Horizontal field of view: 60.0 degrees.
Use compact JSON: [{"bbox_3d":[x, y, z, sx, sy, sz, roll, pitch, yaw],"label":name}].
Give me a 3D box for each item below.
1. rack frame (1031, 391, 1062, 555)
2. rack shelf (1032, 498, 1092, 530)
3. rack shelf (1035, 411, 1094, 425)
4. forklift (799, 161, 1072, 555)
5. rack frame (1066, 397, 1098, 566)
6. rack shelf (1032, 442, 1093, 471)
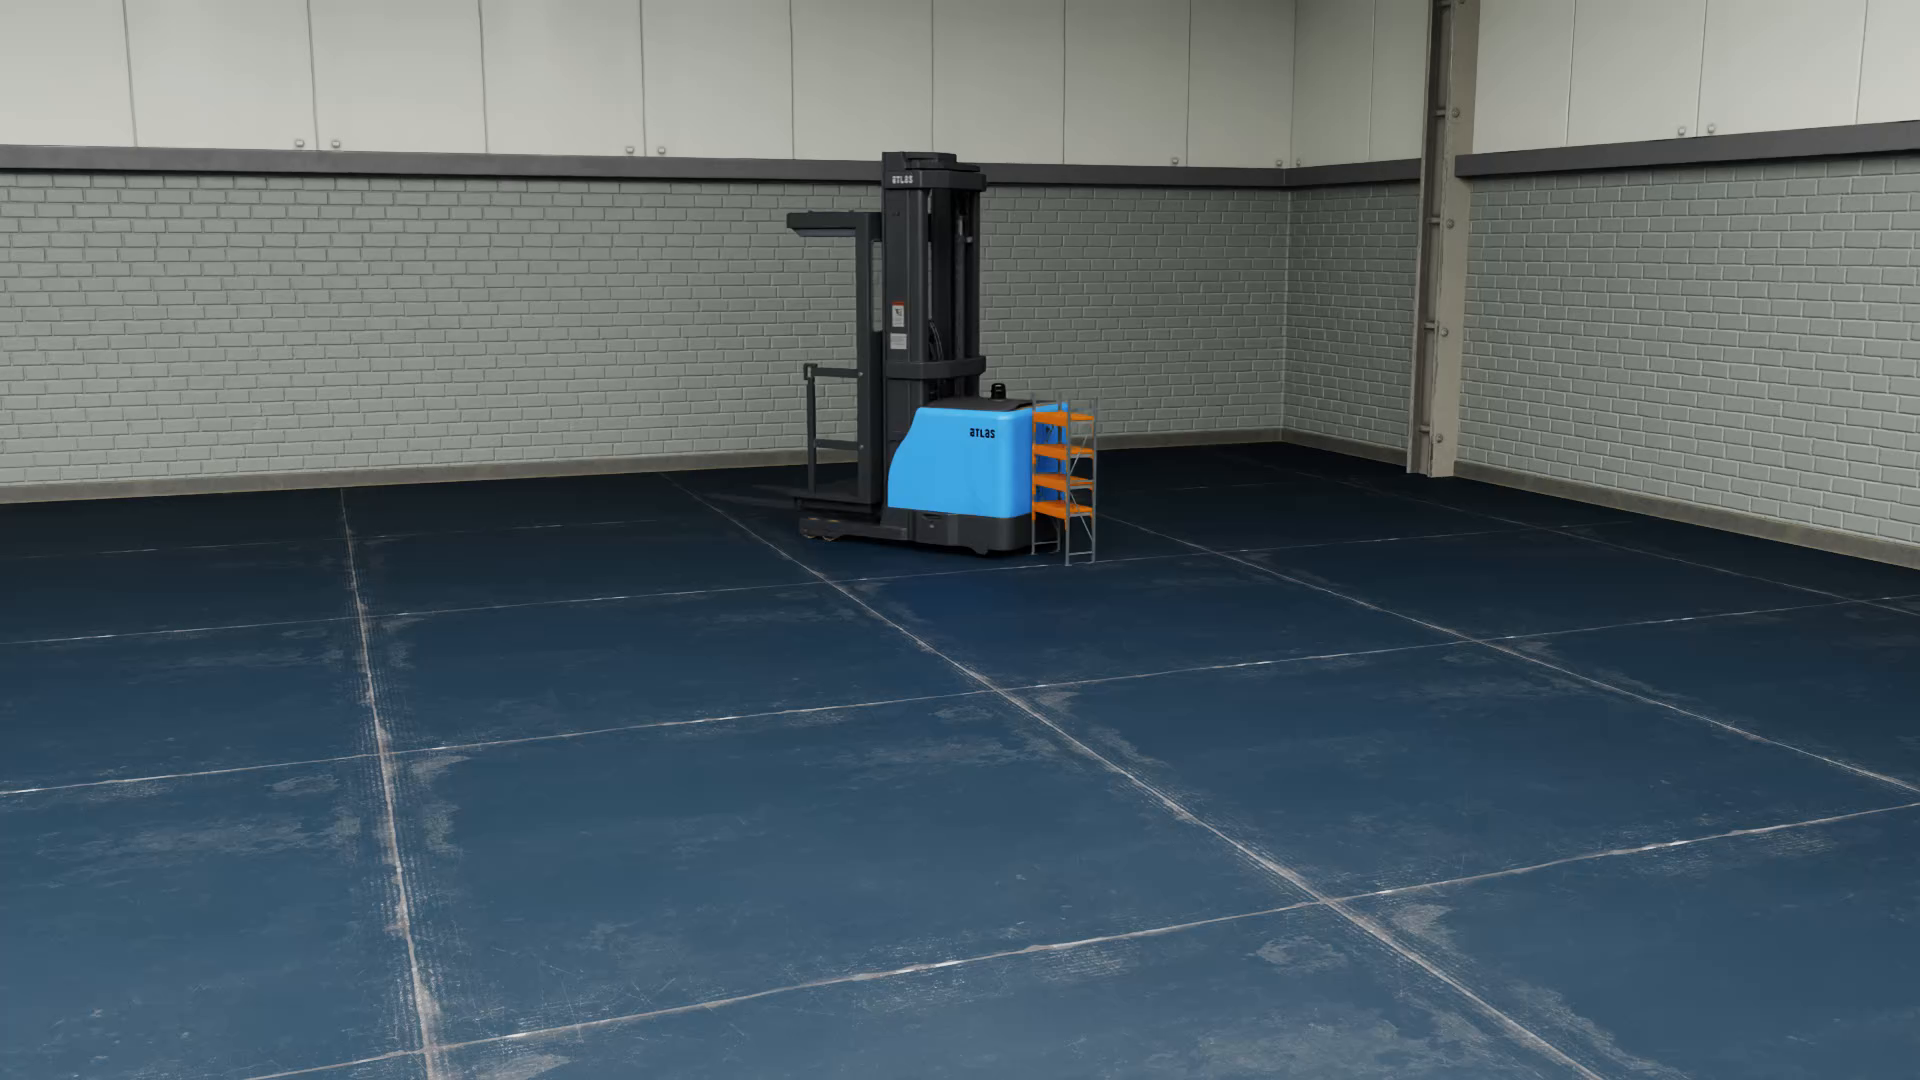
[{"bbox_3d":[0.638,-0.490,12.247,0.240,1.200,0.015,-5,11,-27],"label":"rack frame"},{"bbox_3d":[0.751,-0.190,12.081,0.258,0.148,0.480,-5,11,-27],"label":"rack shelf"},{"bbox_3d":[0.751,-0.877,11.958,0.221,0.050,0.457,-5,11,-27],"label":"rack shelf"},{"bbox_3d":[-0.197,-1.423,12.735,1.939,2.867,1.129,6,12,31],"label":"forklift"},{"bbox_3d":[0.864,-0.414,11.821,0.240,1.200,0.015,-5,11,-27],"label":"rack frame"},{"bbox_3d":[0.751,-0.606,12.007,0.258,0.148,0.480,-5,11,-27],"label":"rack shelf"}]
